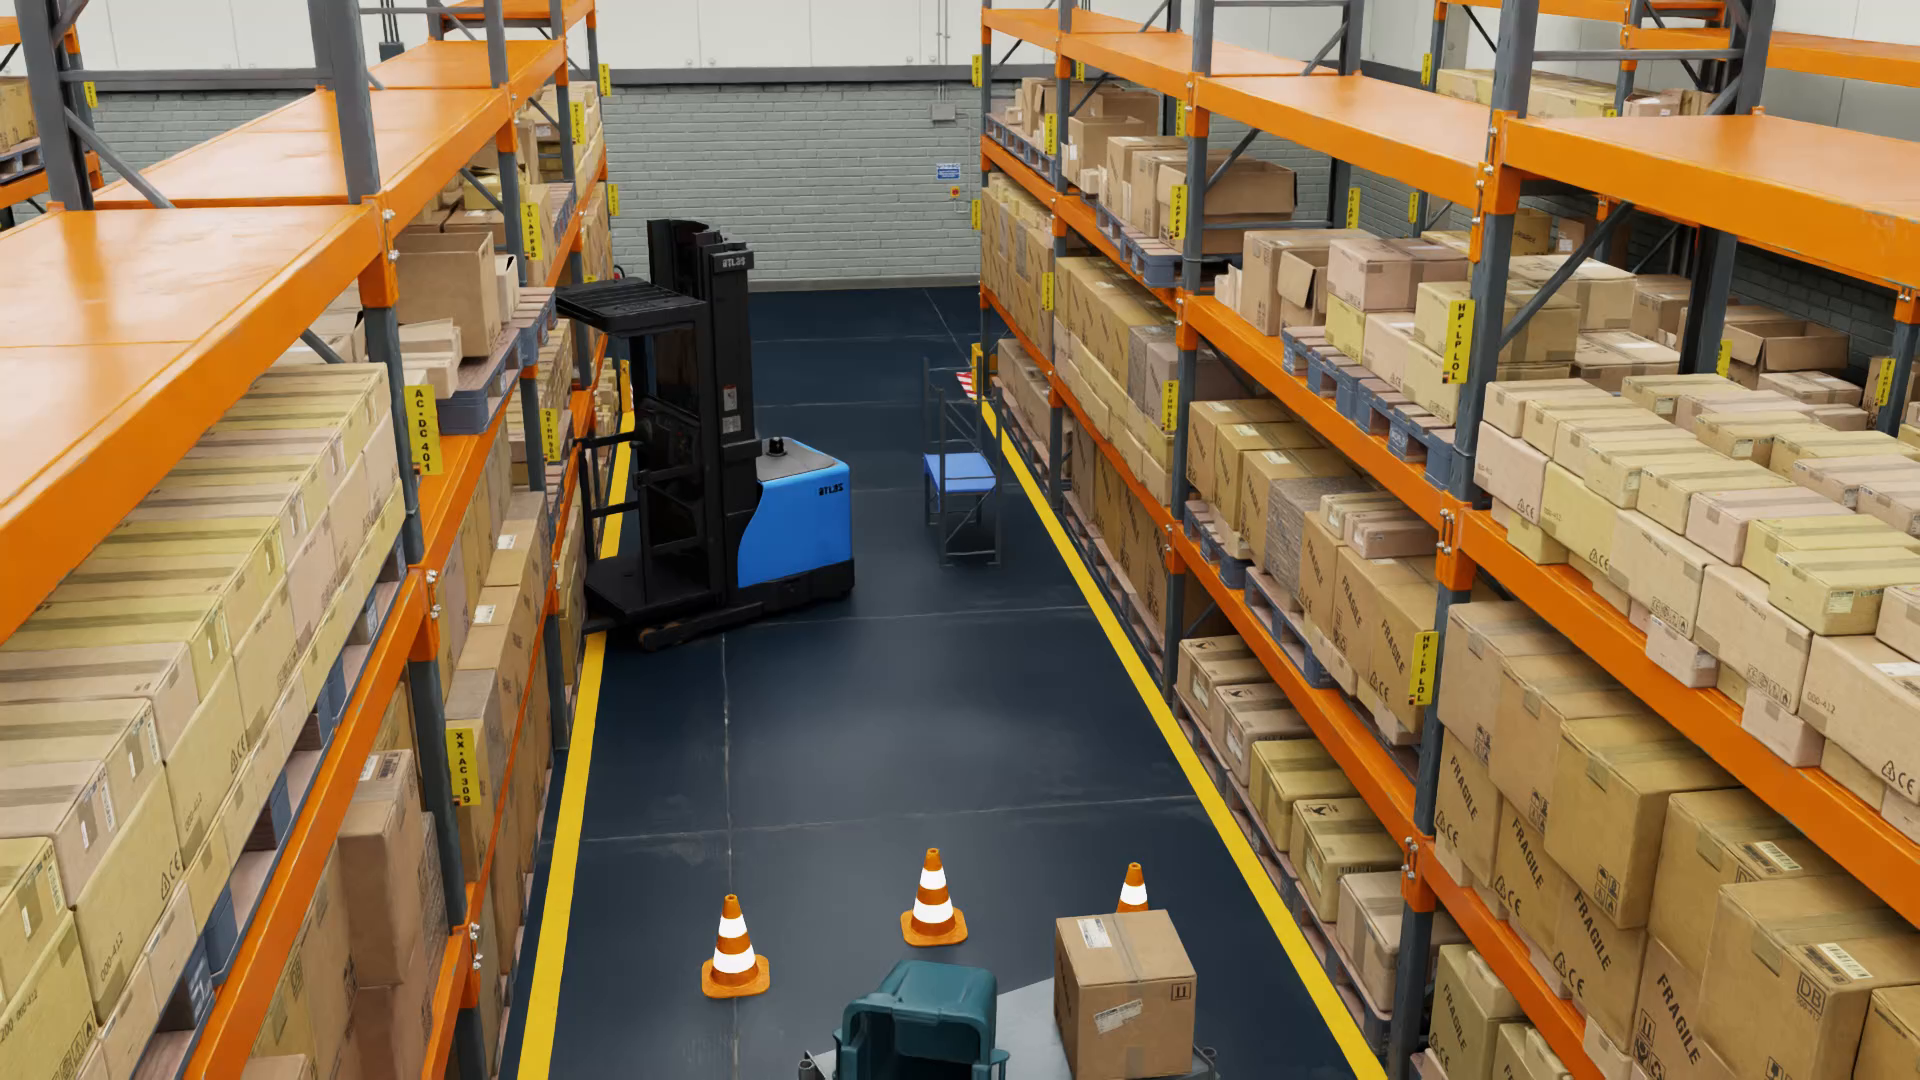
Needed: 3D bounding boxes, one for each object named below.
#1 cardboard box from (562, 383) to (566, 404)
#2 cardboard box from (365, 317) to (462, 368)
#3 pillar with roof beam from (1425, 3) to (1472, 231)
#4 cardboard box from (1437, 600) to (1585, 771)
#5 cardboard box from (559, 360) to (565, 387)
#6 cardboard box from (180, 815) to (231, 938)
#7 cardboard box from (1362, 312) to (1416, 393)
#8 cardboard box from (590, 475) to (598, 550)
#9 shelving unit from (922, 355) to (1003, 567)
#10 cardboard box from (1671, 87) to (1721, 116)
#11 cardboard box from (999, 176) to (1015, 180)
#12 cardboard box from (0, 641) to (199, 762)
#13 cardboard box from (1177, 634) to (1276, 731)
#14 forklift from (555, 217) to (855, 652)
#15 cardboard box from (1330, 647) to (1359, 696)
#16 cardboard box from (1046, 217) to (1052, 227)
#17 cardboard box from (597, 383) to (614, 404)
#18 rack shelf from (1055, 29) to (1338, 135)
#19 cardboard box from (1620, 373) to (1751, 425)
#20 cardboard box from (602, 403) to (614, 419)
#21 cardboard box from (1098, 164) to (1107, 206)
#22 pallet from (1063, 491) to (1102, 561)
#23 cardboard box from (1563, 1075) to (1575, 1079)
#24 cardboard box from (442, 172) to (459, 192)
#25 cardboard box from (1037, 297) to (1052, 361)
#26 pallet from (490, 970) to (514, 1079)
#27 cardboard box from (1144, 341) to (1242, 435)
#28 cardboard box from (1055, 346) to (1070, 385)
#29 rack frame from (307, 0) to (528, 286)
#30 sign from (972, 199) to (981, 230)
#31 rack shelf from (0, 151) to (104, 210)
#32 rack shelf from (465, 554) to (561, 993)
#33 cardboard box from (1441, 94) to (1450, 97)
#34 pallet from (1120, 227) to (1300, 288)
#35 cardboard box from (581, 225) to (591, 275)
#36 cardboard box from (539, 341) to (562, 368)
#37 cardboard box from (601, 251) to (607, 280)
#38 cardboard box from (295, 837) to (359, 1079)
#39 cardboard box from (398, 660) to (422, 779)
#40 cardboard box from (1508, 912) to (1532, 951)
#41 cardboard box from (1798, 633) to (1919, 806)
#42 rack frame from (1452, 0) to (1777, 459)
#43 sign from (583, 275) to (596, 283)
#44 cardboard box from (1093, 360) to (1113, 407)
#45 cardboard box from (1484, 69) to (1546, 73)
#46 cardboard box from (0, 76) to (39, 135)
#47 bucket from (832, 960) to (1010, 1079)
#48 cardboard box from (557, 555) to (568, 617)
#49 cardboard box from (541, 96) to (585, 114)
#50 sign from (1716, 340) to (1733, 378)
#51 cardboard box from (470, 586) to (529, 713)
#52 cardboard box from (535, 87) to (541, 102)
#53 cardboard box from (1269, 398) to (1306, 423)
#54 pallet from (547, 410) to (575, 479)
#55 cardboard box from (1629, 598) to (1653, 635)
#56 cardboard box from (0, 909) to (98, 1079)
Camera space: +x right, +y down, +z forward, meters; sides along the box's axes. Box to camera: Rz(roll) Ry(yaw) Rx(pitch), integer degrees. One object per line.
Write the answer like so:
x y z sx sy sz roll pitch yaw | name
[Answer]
-3.218 -1.129 12.712 0.380 0.149 0.250 -4 21 -11 | cardboard box
-2.486 -0.916 7.542 0.396 0.266 0.258 -3 21 -8 | cardboard box
1.883 -6.934 19.921 9.100 9.000 0.400 -3 21 -8 | pillar with roof beam
2.307 0.553 6.452 0.700 0.500 0.500 -3 21 -8 | cardboard box
-3.210 -1.260 12.636 0.380 0.149 0.250 -4 21 -10 | cardboard box
-1.727 0.698 3.388 0.380 0.149 0.250 -3 21 -8 | cardboard box
2.162 -0.858 7.553 0.500 0.250 0.500 -3 21 -7 | cardboard box
-3.223 -0.223 13.499 0.500 0.500 0.500 -3 21 -9 | cardboard box
0.012 -0.673 13.875 0.538 1.500 1.048 -3 21 -8 | shelving unit
6.328 -3.739 14.252 0.396 0.266 0.258 -3 21 -9 | cardboard box
0.614 -3.706 17.352 0.380 0.149 0.250 -2 21 -6 | cardboard box
-1.728 0.325 3.247 0.380 0.149 0.250 -3 21 -9 | cardboard box
1.953 0.890 10.703 0.950 0.372 0.625 -4 21 -11 | cardboard box
-2.313 -0.773 12.096 3.031 2.935 1.130 -15 25 -34 | forklift
2.017 0.621 8.025 0.380 0.149 0.250 -3 21 -9 | cardboard box
0.989 -2.819 14.977 0.380 0.149 0.250 -3 21 -8 | cardboard box
-3.618 -1.439 16.406 0.380 0.149 0.250 -2 21 -6 | cardboard box
1.593 -3.319 11.842 1.077 0.370 4.000 -3 21 -8 | rack shelf
2.720 -0.518 6.249 0.380 0.149 0.250 -2 21 -7 | cardboard box
-3.633 -1.300 16.458 0.380 0.149 0.250 -3 21 -7 | cardboard box
1.222 -2.614 12.234 0.396 0.266 0.258 -1 21 -3 | cardboard box
1.491 -0.156 14.332 1.003 0.211 1.213 -3 21 -8 | pallet
2.352 2.016 5.863 0.380 0.149 0.250 -2 21 -5 | cardboard box
-3.524 -2.438 10.932 0.396 0.266 0.258 -3 21 -8 | cardboard box
0.985 -1.920 14.927 0.500 0.500 0.500 -3 21 -7 | cardboard box
-2.612 2.372 7.564 1.003 0.211 1.213 -3 21 -8 | pallet
1.548 -1.022 11.093 0.500 0.500 0.500 -3 21 -9 | cardboard box
1.107 -1.490 14.132 0.500 0.250 0.500 -3 21 -9 | cardboard box
-3.002 -2.866 9.030 1.000 3.000 0.127 -3 21 -8 | rack frame
0.178 -3.527 18.023 0.100 0.325 0.005 -3 21 -8 | sign
-8.790 -2.986 14.666 1.077 0.370 4.000 -3 21 -8 | rack shelf
-2.714 0.973 8.351 1.077 0.370 4.000 -3 21 -8 | rack shelf
5.433 -4.669 17.932 0.500 0.250 0.500 -3 21 -8 | cardboard box
1.736 -1.878 10.939 1.213 0.211 1.003 -2 21 -5 | pallet
-3.493 -2.443 14.472 0.500 0.500 0.500 -4 21 -9 | cardboard box
-3.215 -1.396 12.576 0.380 0.149 0.250 -3 21 -8 | cardboard box
-3.684 -2.516 16.097 0.500 0.500 0.500 -3 21 -8 | cardboard box
-2.270 1.261 4.796 0.875 0.550 0.550 -3 21 -8 | cardboard box
-2.503 0.642 6.638 0.700 0.500 0.500 -3 21 -9 | cardboard box
2.342 1.462 6.373 0.380 0.149 0.250 -3 21 -8 | cardboard box
2.543 0.438 4.259 0.500 0.250 0.500 -2 21 -6 | cardboard box
2.458 -1.766 6.084 1.000 3.000 0.127 -3 21 -8 | rack frame
-3.030 -2.013 13.663 0.100 0.325 0.005 -3 21 -8 | sign
1.313 -1.193 12.623 0.500 0.250 0.500 -4 21 -9 | cardboard box
5.980 -4.931 17.919 0.500 0.250 0.500 -3 21 -9 | cardboard box
-8.950 -4.129 15.811 0.700 0.500 0.500 -4 21 -11 | cardboard box
-0.125 2.081 6.863 0.726 0.611 0.620 4 11 11 | bucket
-2.862 0.316 10.984 0.500 0.250 0.500 -4 21 -10 | cardboard box
-3.617 -3.948 15.142 0.380 0.149 0.250 -3 21 -9 | cardboard box
2.994 -0.633 6.598 0.100 0.325 0.005 -3 21 -8 | sign
-2.451 0.563 8.280 0.500 0.500 0.500 -3 21 -7 | cardboard box
-4.315 -4.369 16.270 0.380 0.149 0.250 -2 21 -6 | cardboard box
2.222 -0.580 10.314 0.500 0.500 0.500 -4 21 -9 | cardboard box
-3.328 -0.650 11.942 1.003 0.211 1.213 -3 21 -8 | pallet
2.412 0.232 5.379 0.380 0.149 0.250 -4 21 -9 | cardboard box
-1.665 0.816 2.504 0.500 0.250 0.500 -3 21 -8 | cardboard box
